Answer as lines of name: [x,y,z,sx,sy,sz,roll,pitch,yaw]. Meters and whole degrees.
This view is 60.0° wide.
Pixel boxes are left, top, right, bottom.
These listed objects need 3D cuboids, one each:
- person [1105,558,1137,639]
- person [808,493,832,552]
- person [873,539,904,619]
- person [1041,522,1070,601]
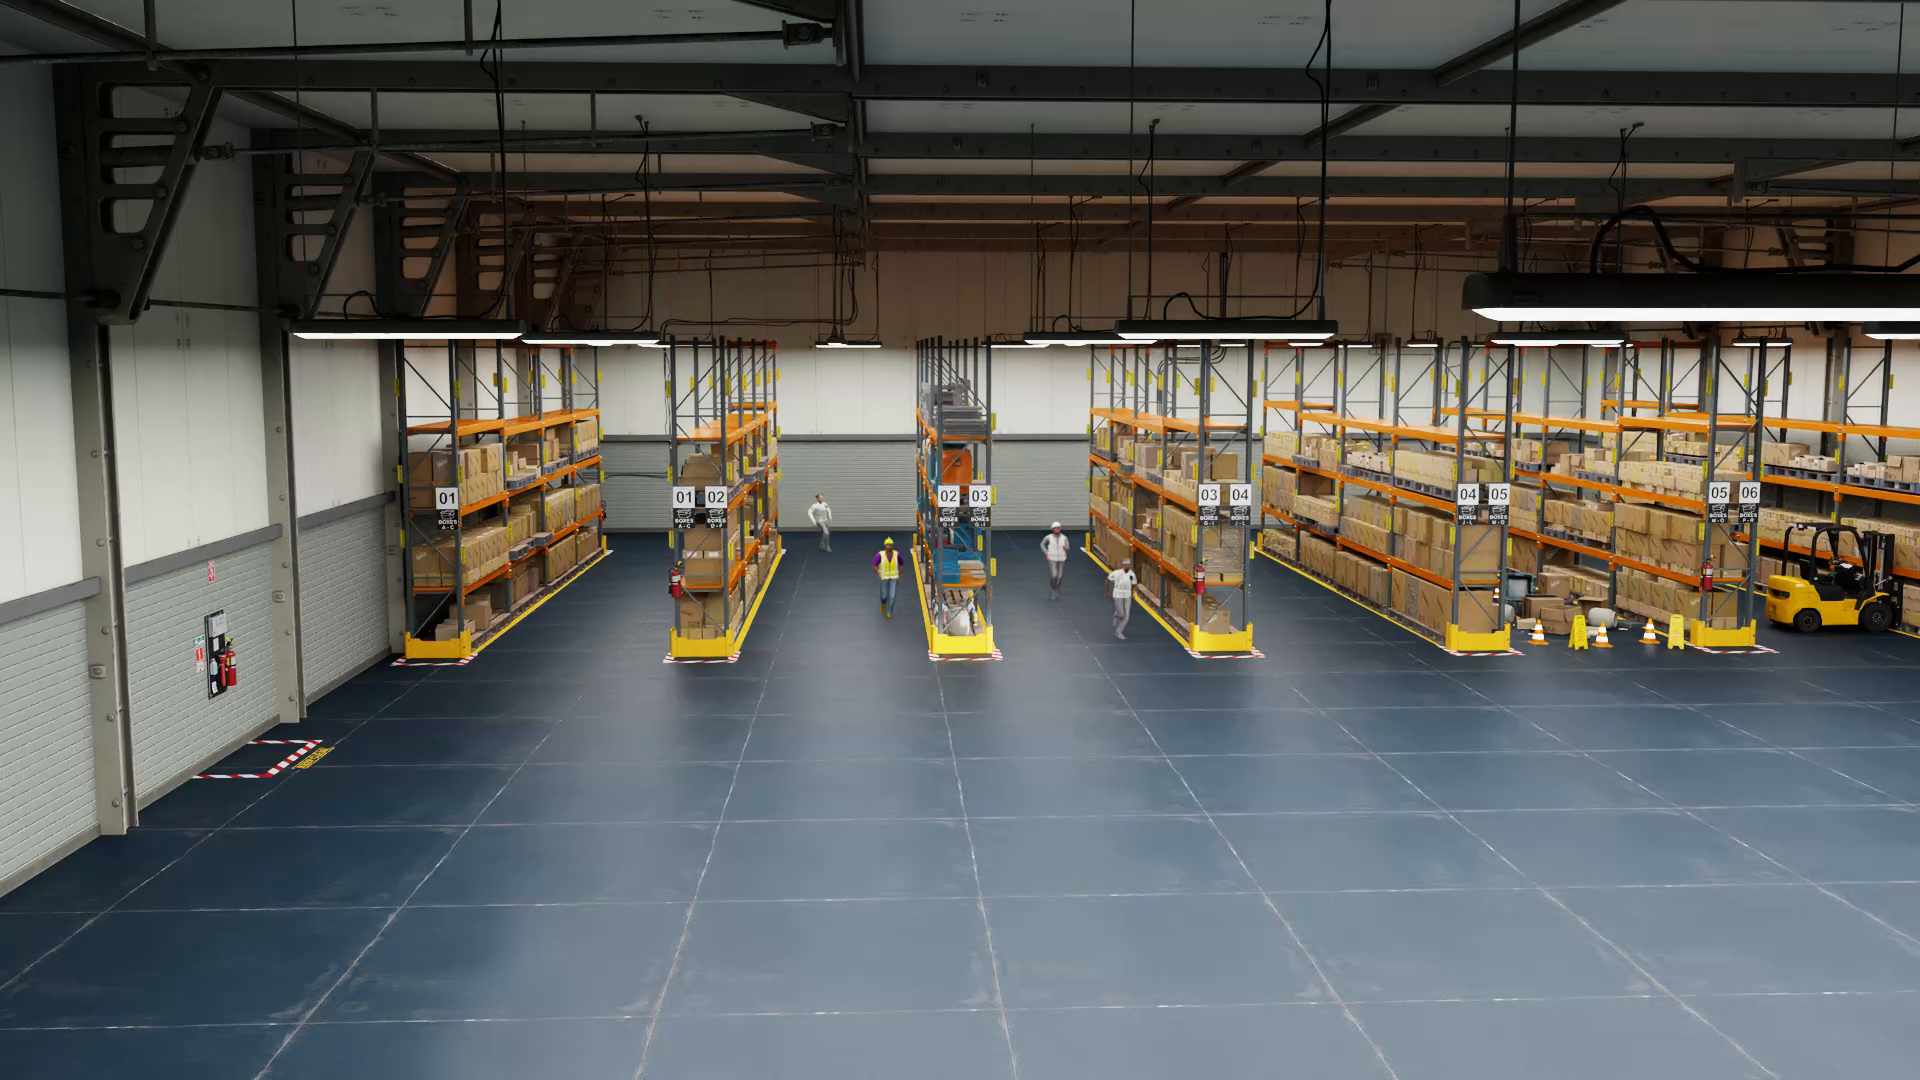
person: [3.244,1.157,33.212,0.615,1.649,0.643,-2,7,-14]
person: [-3.973,-0.496,47.584,0.671,1.704,0.676,-6,9,-44]
person: [-1.526,0.820,35.660,0.689,1.722,0.597,-1,7,-9]
person: [2.230,0.493,38.409,0.638,1.820,0.706,-1,7,-13]
